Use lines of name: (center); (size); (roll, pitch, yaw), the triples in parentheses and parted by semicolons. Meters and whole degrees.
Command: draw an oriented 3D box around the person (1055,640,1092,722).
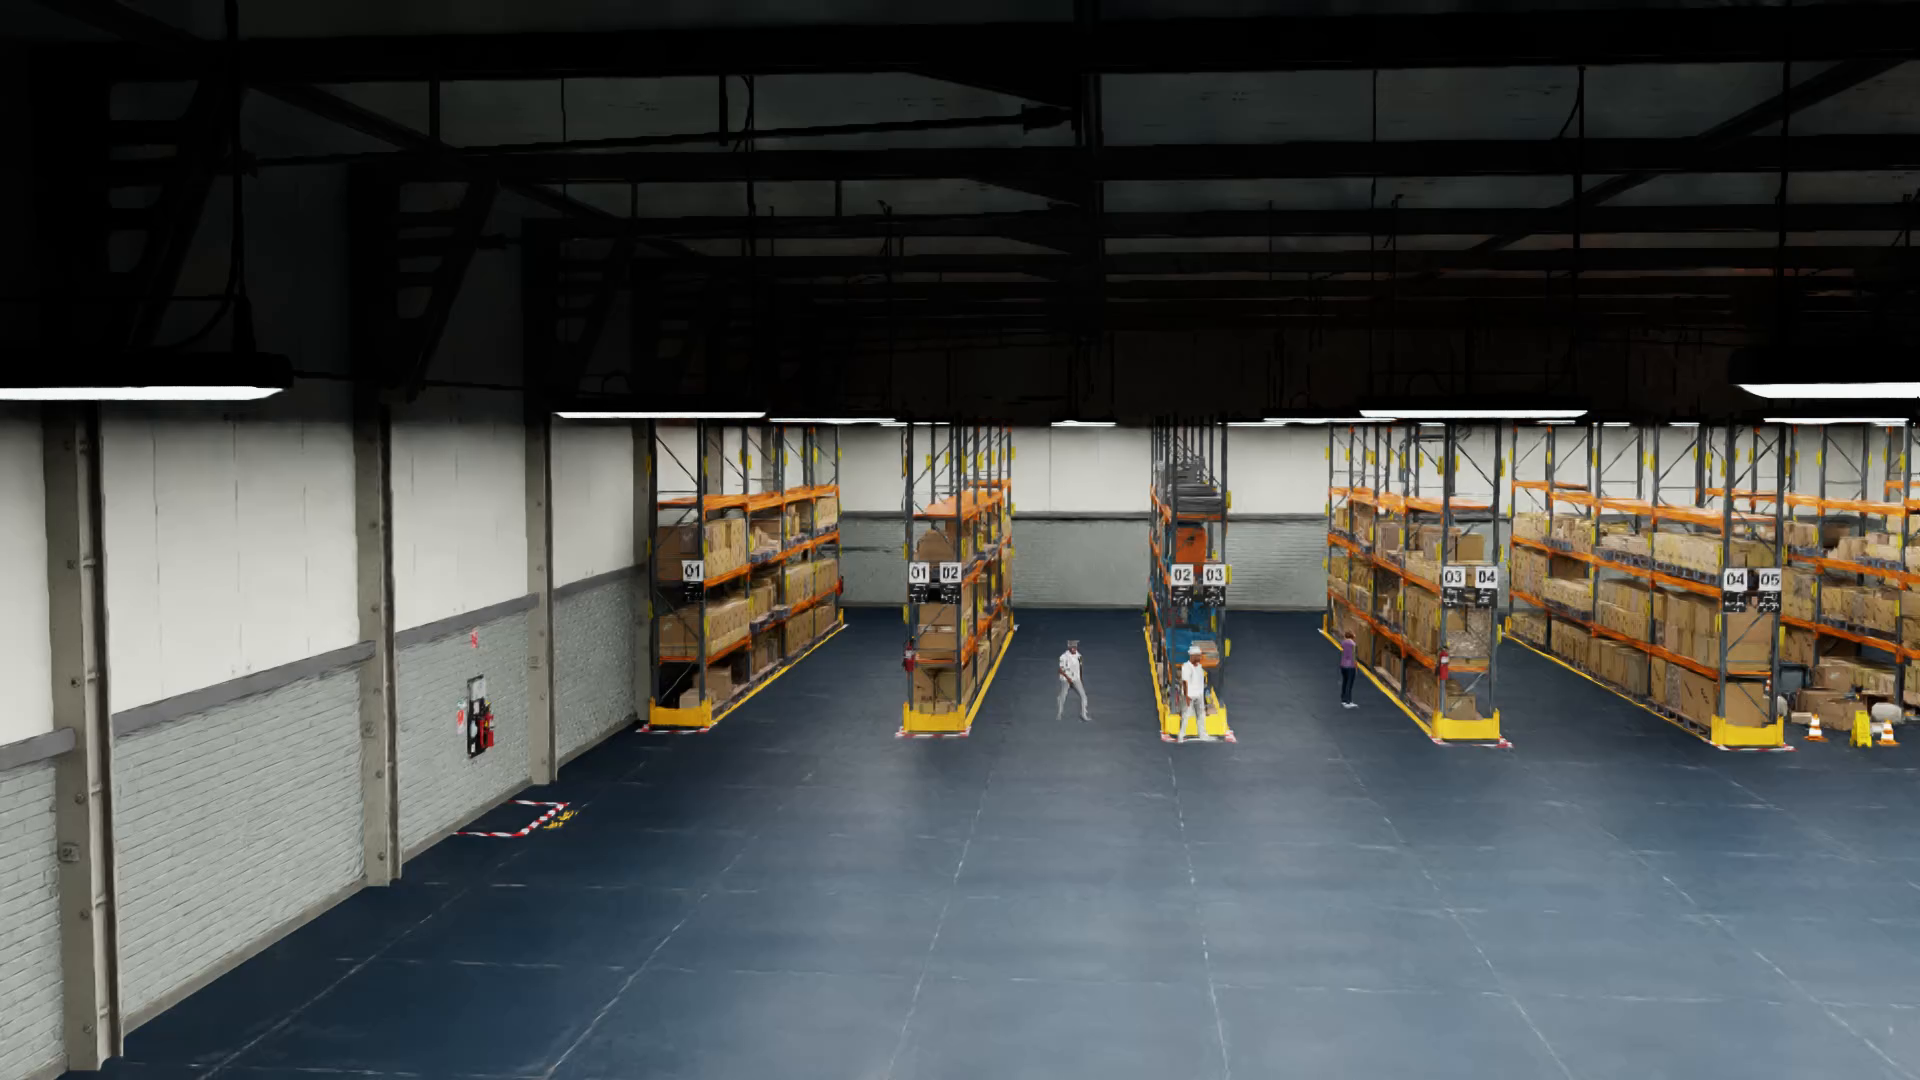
person: (2.179, 2.730, 32.433); (0.615, 1.607, 0.780); (-1, 4, -15)

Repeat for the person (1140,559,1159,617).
person: (5.798, 1.456, 50.260); (0.705, 1.787, 0.487); (-3, 5, -42)

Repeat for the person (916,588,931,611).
person: (-1.036, 1.401, 51.295); (0.612, 1.756, 0.577); (-2, 4, -31)

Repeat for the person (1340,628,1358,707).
person: (8.006, 2.666, 34.157); (0.399, 1.497, 0.469); (-2, 4, -27)

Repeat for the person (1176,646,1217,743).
person: (4.268, 2.797, 30.200); (0.534, 1.758, 0.731); (3, 5, 42)
